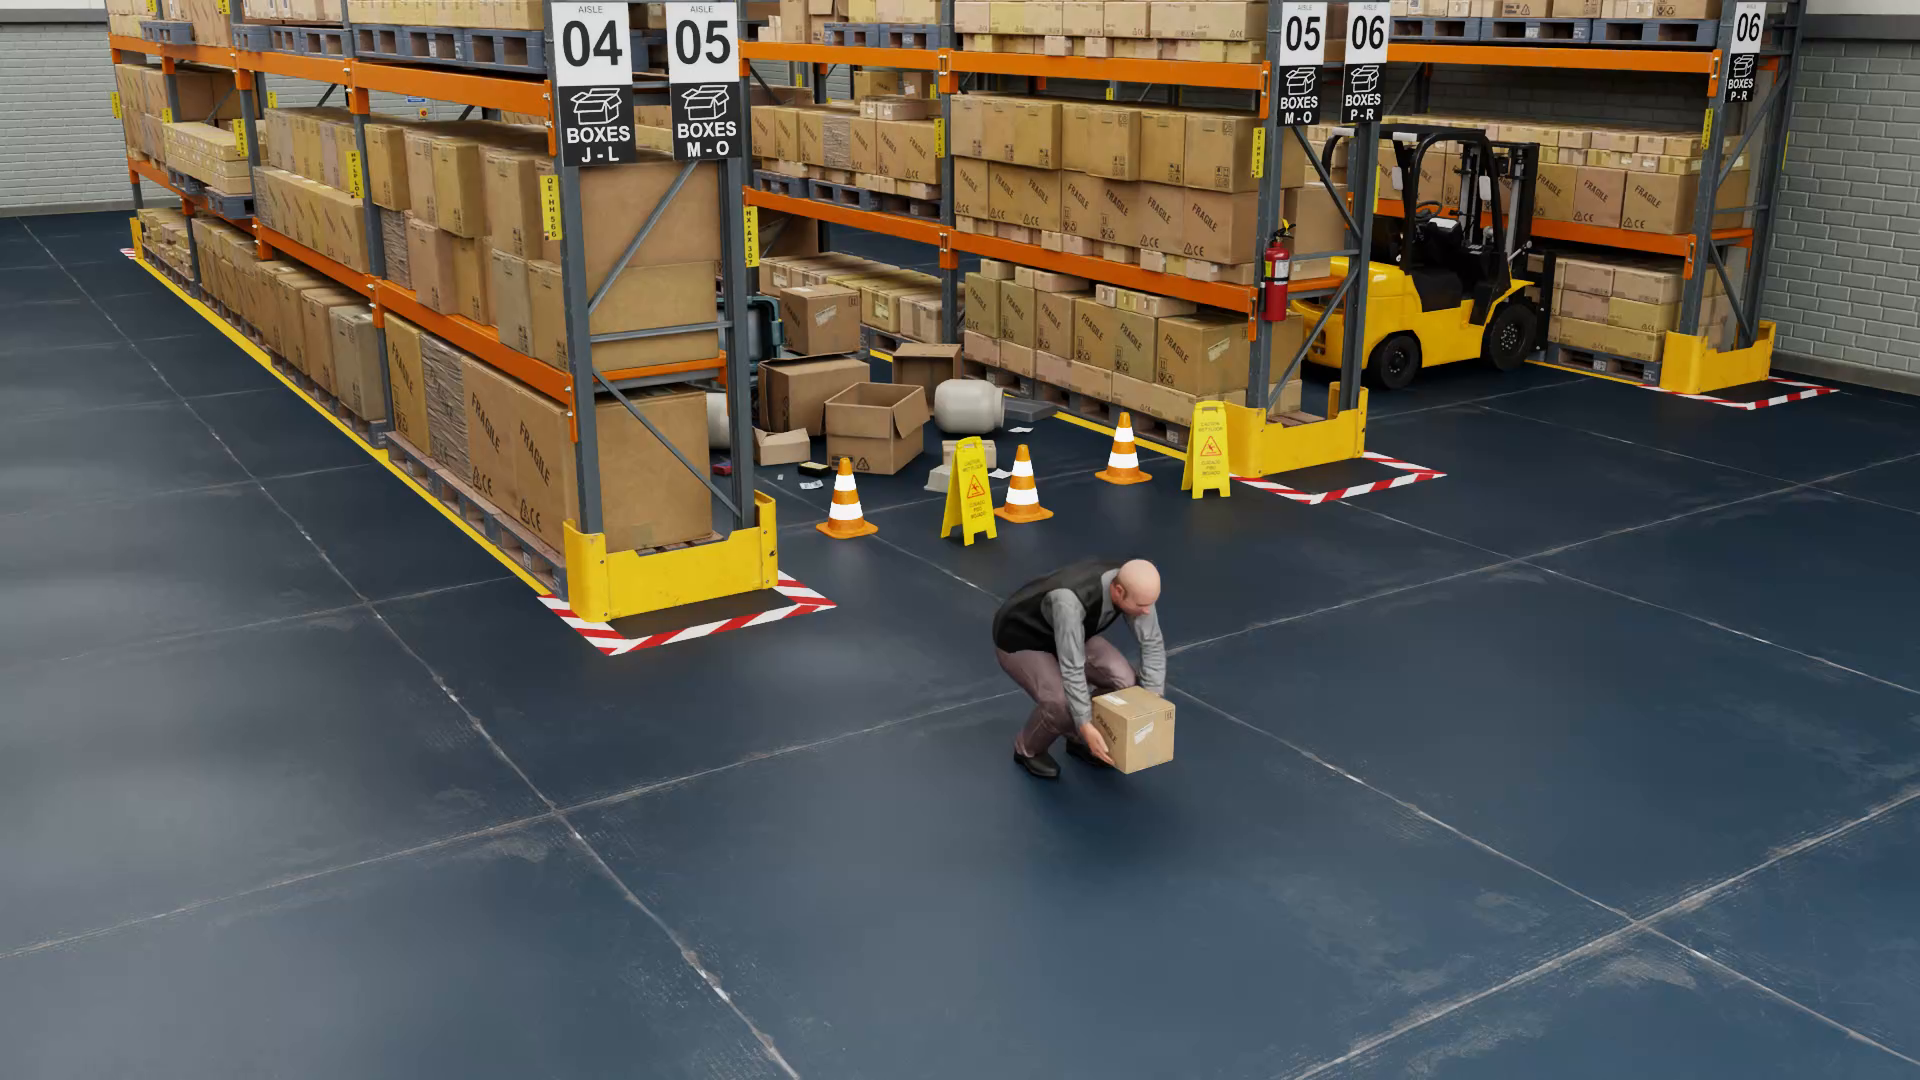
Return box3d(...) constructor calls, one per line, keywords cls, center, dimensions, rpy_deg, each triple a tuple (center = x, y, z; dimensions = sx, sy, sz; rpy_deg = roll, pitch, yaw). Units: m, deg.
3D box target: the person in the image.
box3d(cls="person", center=(0.534, 0.503, 7.151), dimensions=(0.553, 1.043, 0.846), rpy_deg=(-12, 21, -32))
